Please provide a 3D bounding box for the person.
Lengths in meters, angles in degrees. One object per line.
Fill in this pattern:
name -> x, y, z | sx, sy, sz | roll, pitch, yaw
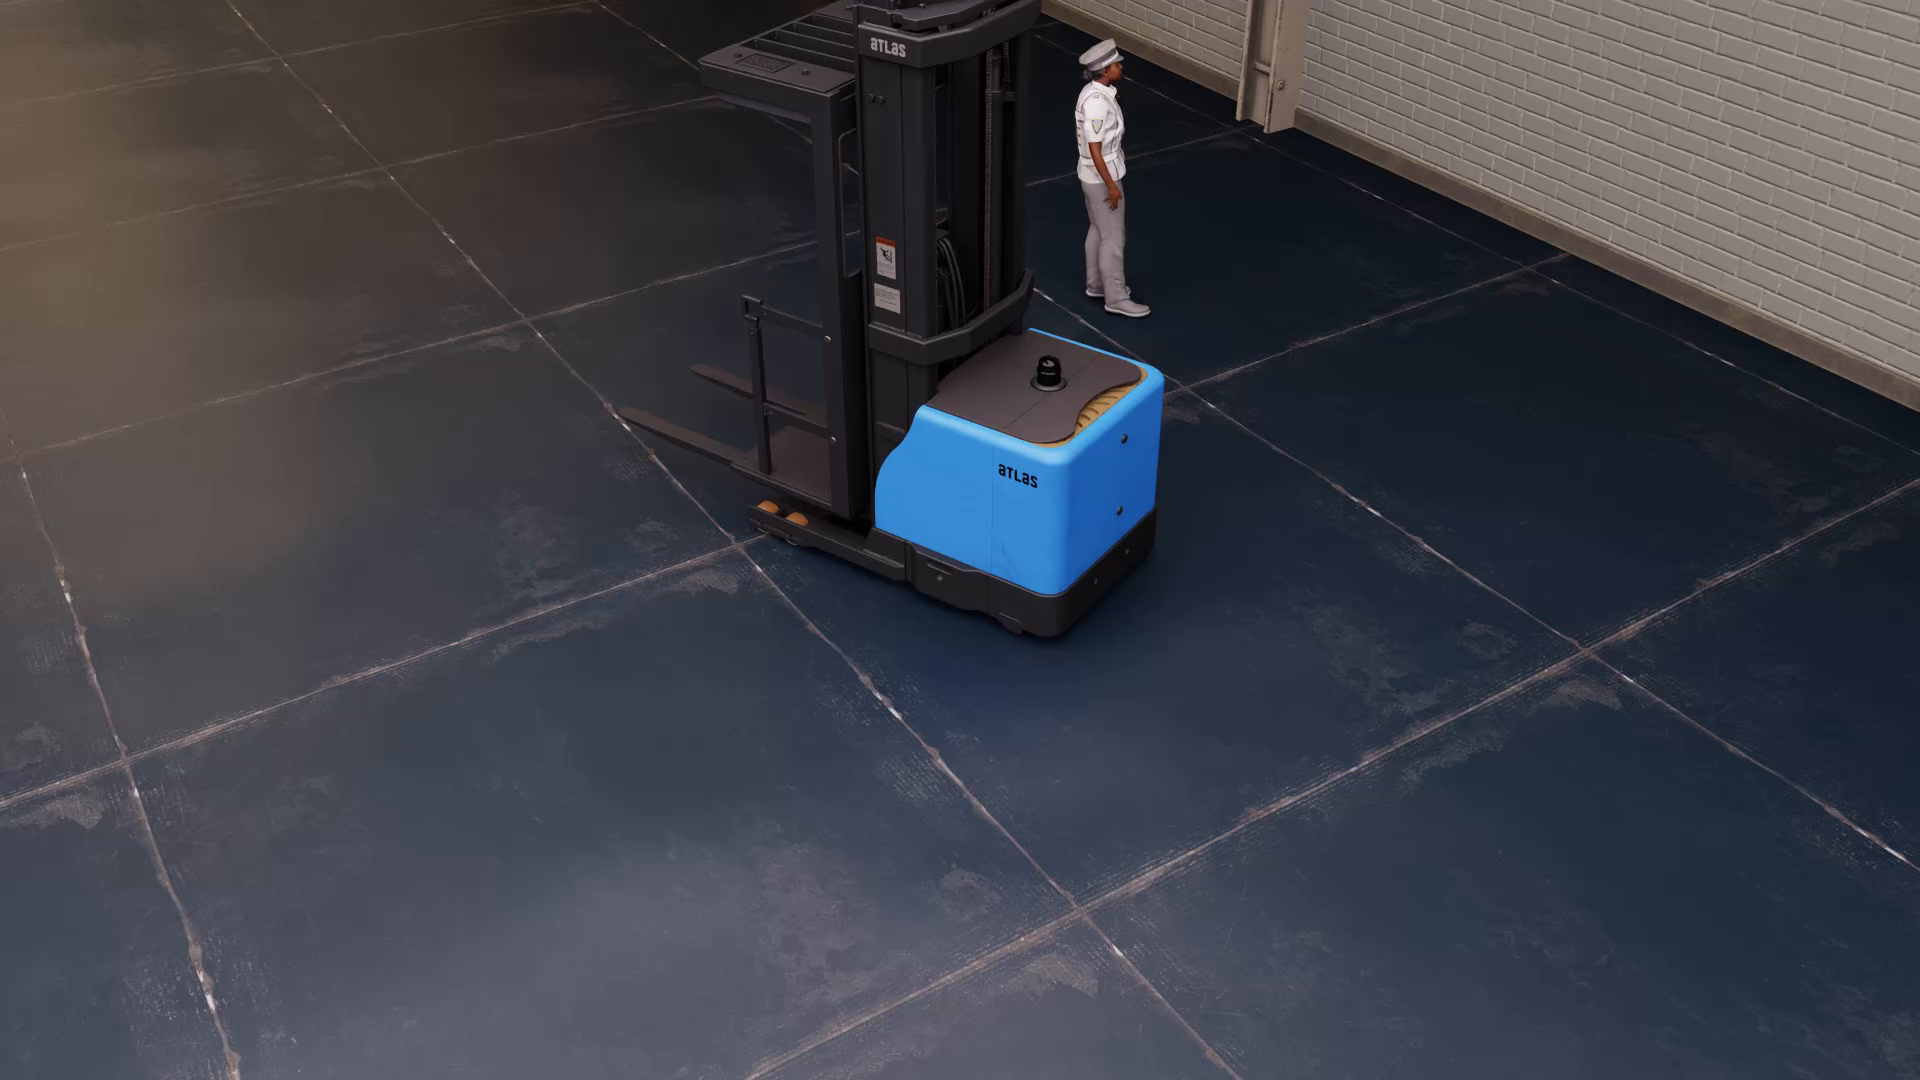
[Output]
person -> 0.973, -2.289, 10.468 | 0.531, 1.695, 0.568 | 1, 35, 2

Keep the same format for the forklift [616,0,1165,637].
forklift -> -0.500, -1.399, 8.138 | 3.031, 2.935, 1.130 | 22, 41, 28
